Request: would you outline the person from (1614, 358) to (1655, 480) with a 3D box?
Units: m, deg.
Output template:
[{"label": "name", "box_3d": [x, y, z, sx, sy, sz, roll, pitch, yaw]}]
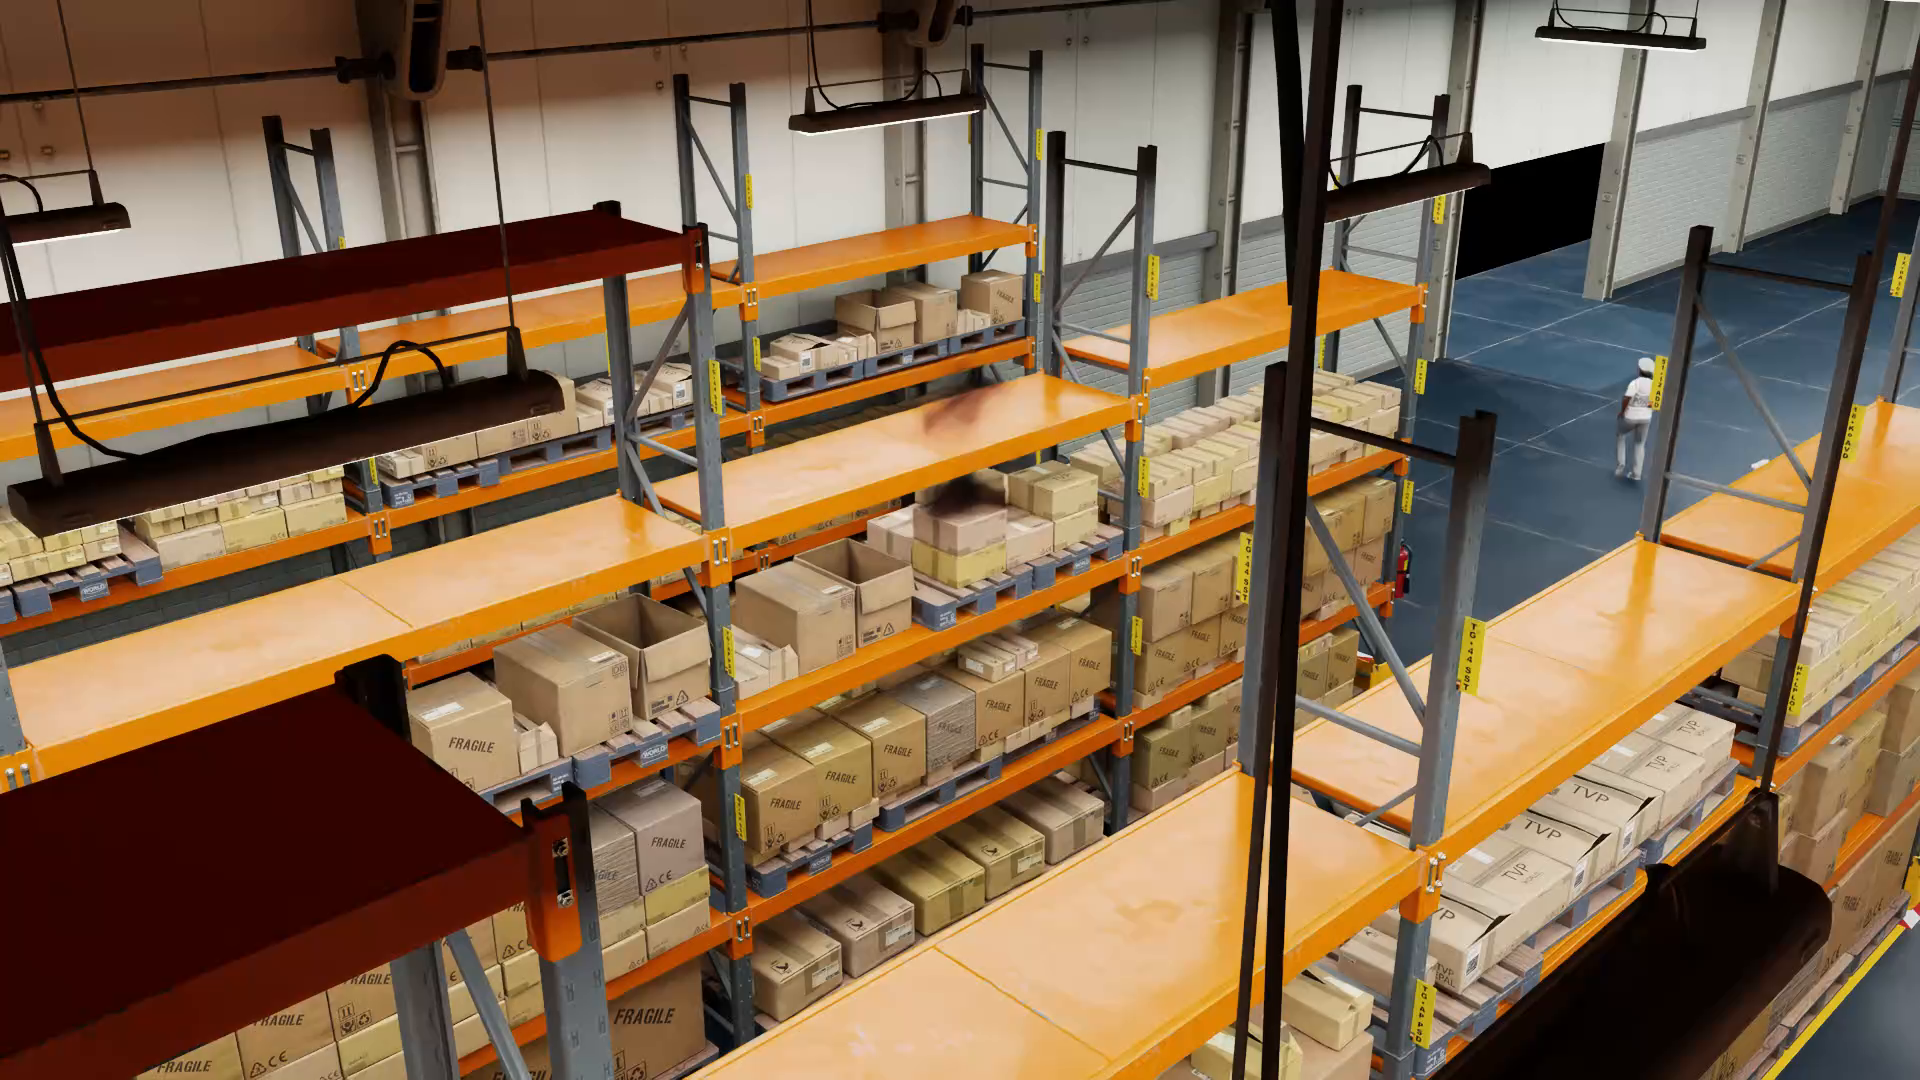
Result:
[{"label": "person", "box_3d": [9.191, -1.655, 22.655, 0.544, 1.706, 0.688, 2, 23, 4]}]

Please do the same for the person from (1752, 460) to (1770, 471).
[{"label": "person", "box_3d": [8.860, -0.025, 18.599, 0.646, 1.830, 0.820, -1, 22, -2]}]
